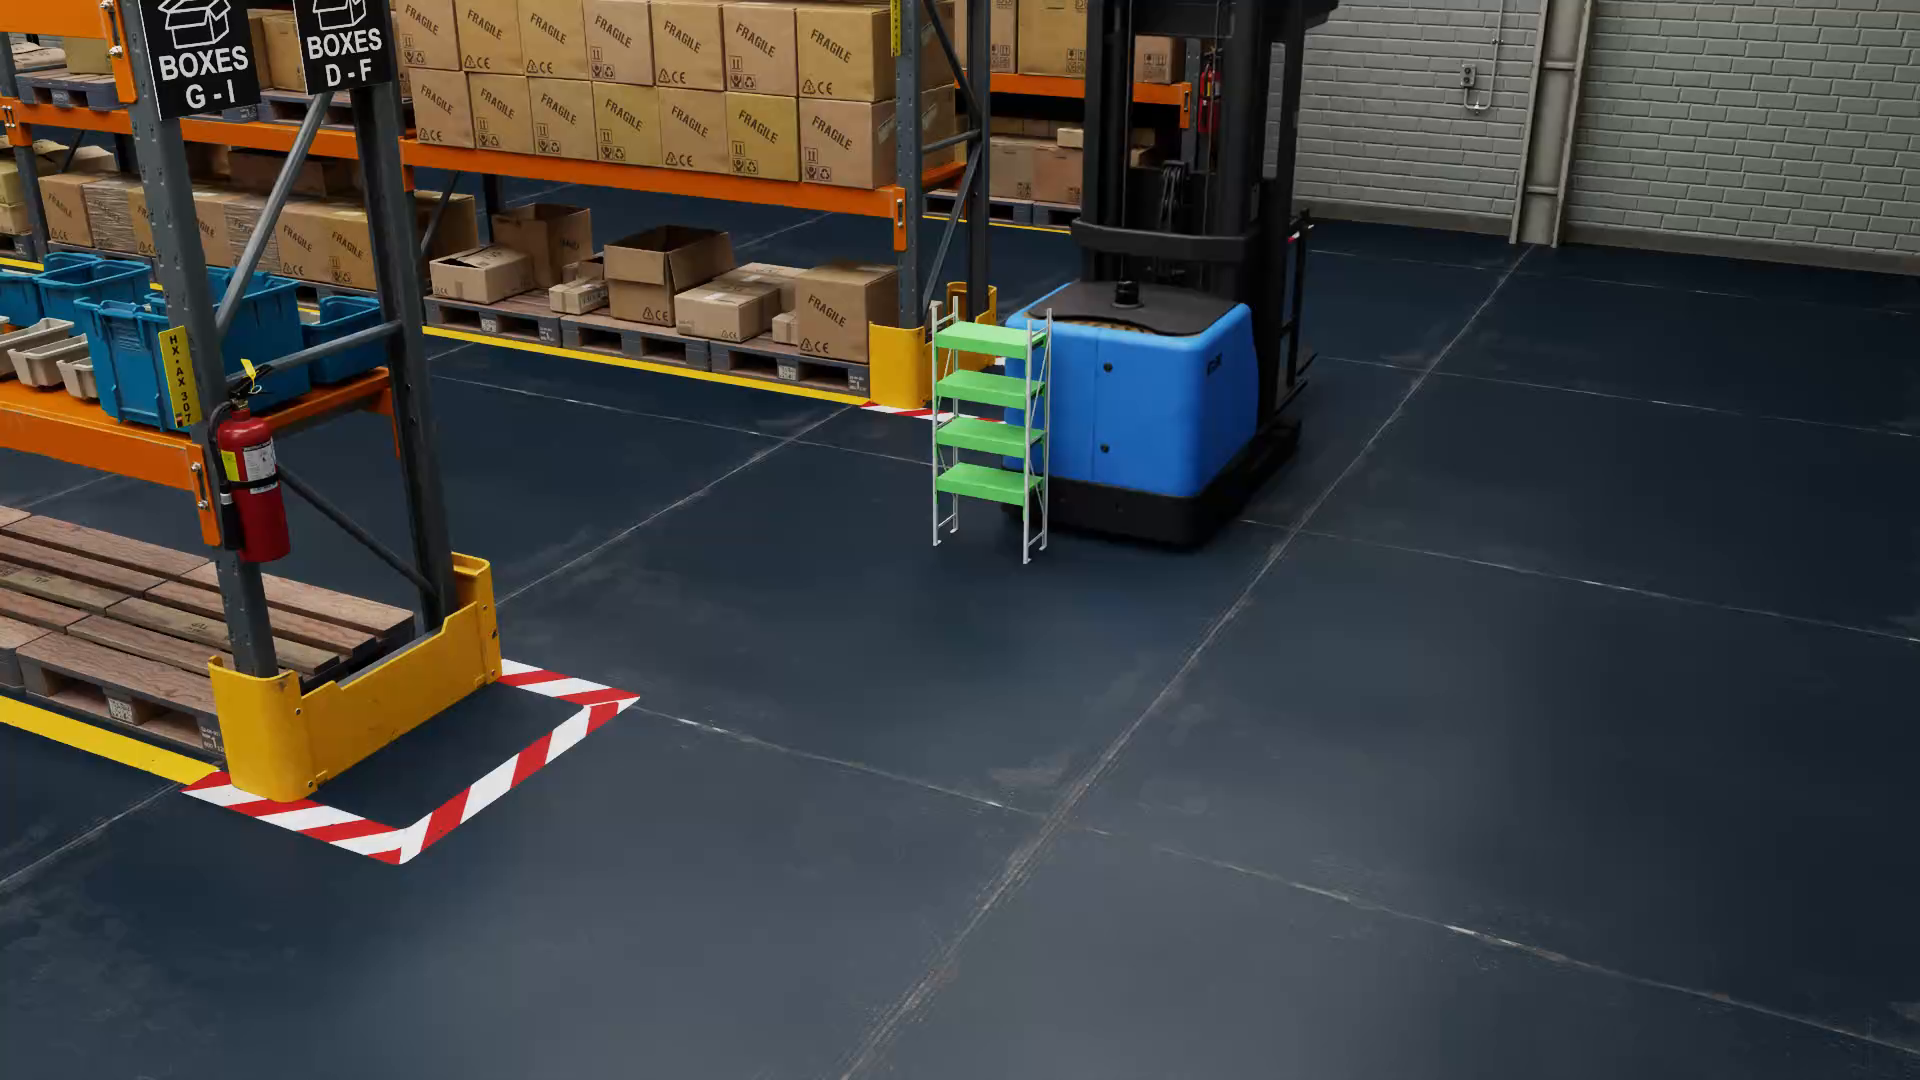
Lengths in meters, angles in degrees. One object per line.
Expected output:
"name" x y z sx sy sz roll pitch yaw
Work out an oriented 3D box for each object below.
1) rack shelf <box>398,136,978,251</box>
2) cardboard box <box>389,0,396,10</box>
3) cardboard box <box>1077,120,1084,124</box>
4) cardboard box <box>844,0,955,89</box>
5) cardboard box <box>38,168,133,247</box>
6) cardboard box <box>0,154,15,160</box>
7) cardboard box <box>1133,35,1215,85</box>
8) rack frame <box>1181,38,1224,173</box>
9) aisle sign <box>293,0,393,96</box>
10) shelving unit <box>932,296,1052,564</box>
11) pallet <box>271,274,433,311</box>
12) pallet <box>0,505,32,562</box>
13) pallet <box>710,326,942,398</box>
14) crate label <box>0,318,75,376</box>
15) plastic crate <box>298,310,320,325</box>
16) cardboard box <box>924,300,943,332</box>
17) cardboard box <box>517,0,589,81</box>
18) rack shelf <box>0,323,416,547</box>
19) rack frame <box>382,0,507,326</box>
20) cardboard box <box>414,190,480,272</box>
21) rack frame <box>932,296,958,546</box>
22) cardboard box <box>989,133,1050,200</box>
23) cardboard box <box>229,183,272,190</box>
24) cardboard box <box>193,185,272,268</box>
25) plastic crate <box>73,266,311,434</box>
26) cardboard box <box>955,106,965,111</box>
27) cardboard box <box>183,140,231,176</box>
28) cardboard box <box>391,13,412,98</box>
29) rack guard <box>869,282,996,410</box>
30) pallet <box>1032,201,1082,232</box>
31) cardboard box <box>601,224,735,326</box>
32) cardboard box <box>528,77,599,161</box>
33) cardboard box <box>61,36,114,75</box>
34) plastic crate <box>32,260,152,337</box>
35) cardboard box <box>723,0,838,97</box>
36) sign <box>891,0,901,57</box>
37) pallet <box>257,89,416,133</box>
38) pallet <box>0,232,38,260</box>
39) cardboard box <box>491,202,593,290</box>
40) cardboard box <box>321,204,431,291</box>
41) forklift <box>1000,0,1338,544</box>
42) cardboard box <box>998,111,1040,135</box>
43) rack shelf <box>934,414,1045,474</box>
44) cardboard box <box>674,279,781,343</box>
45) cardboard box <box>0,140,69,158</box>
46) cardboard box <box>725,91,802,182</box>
"rack shelf" -1.874 -2.406 10.994 4.000 0.370 1.077 11 25 25
"cardboard box" -5.932 -5.944 17.705 0.500 0.500 0.700 9 25 20
"cardboard box" 1.222 -3.682 14.903 0.250 0.149 0.380 11 26 25
"cardboard box" -0.367 -3.060 10.208 0.500 0.500 0.500 12 26 26
"cardboard box" -6.952 -2.668 13.324 0.500 0.500 0.500 12 26 27
"cardboard box" -8.274 -3.078 13.916 0.500 0.311 0.500 11 25 24
"cardboard box" 1.682 -4.339 14.237 0.700 0.700 0.980 12 26 27
"rack frame" 2.142 -4.115 14.092 0.127 3.000 1.000 11 25 25
"aisle sign" -2.130 -1.942 5.662 0.004 0.787 0.394 11 25 25
"shelving unit" 0.148 -0.523 7.946 0.503 1.200 0.258 11 25 25
"pallet" -4.402 -1.937 12.536 1.213 0.211 1.003 11 25 25
"pallet" -5.224 0.039 7.889 1.213 0.211 1.003 11 25 25
"pallet" -0.869 -1.254 10.930 1.213 0.211 1.003 11 25 25
"crate label" -3.649 -0.738 6.414 0.243 0.136 0.396 11 25 25
"plastic crate" -2.649 -0.805 6.570 0.298 0.136 0.250 11 25 25
"cardboard box" -0.308 -1.468 10.951 0.250 0.149 0.380 11 25 25
"cardboard box" -2.447 -3.233 10.614 0.500 0.500 0.500 10 25 23
"rack shelf" -4.113 -0.677 6.928 4.000 0.370 1.077 11 25 25
"rack frame" -3.659 -3.090 11.684 0.127 3.000 1.000 11 25 25
"cardboard box" -3.981 -2.313 12.488 0.500 0.500 0.500 10 25 22
"rack frame" -0.070 -0.566 8.048 0.015 1.200 0.240 11 25 25
"cardboard box" 0.577 -3.423 15.124 0.500 0.500 0.700 10 25 23
"cardboard box" -5.356 -2.584 13.124 0.500 0.500 0.500 10 25 23
"cardboard box" -5.569 -2.397 12.686 0.500 0.500 0.500 10 25 23
"plastic crate" -2.711 -0.692 5.923 0.499 0.435 0.616 11 25 25
"cardboard box" -0.140 -3.951 15.536 0.250 0.149 0.380 10 25 23
"cardboard box" -6.236 -3.102 13.385 0.500 0.250 0.500 12 26 27
"cardboard box" -3.981 -3.491 11.962 0.500 0.500 0.700 3 23 7
"rack guard" -0.157 -1.247 10.543 0.348 0.500 1.175 11 25 25
"pallet" 1.393 -2.945 14.906 1.213 0.211 1.003 11 25 25
"cardboard box" -1.980 -1.814 11.310 0.637 0.503 0.797 11 25 25
"cardboard box" -2.424 -2.773 10.809 0.500 0.500 0.500 11 25 24
"cardboard box" -6.616 -3.964 13.074 0.500 0.500 0.700 3 23 7
"plastic crate" -3.575 -0.996 6.897 0.300 0.233 0.416 11 25 25
"cardboard box" -1.062 -2.961 9.976 0.500 0.500 0.500 12 26 26
"sign" -0.358 -2.872 9.287 0.005 0.325 0.100 11 25 25
"pallet" -4.323 -3.181 12.143 1.213 0.211 1.003 11 25 25
"pallet" -7.946 -2.672 14.264 1.213 0.211 1.003 11 25 25
"cardboard box" -3.023 -2.141 12.083 0.500 0.500 0.500 11 25 25
"cardboard box" -4.229 -2.129 12.056 0.500 0.500 0.500 11 25 24
"forklift" 1.300 -1.873 8.910 1.130 2.935 3.031 11 25 24
"cardboard box" 0.542 -3.816 15.218 0.250 0.149 0.380 11 26 25
"rack shelf" 0.148 -0.464 7.971 0.480 0.148 0.258 11 25 25
"cardboard box" -1.520 -1.509 10.917 0.500 0.250 0.500 11 25 25
"cardboard box" -8.036 -3.267 14.360 0.500 0.311 0.500 11 25 23
"cardboard box" -1.077 -2.504 10.178 0.500 0.500 0.500 11 26 25
